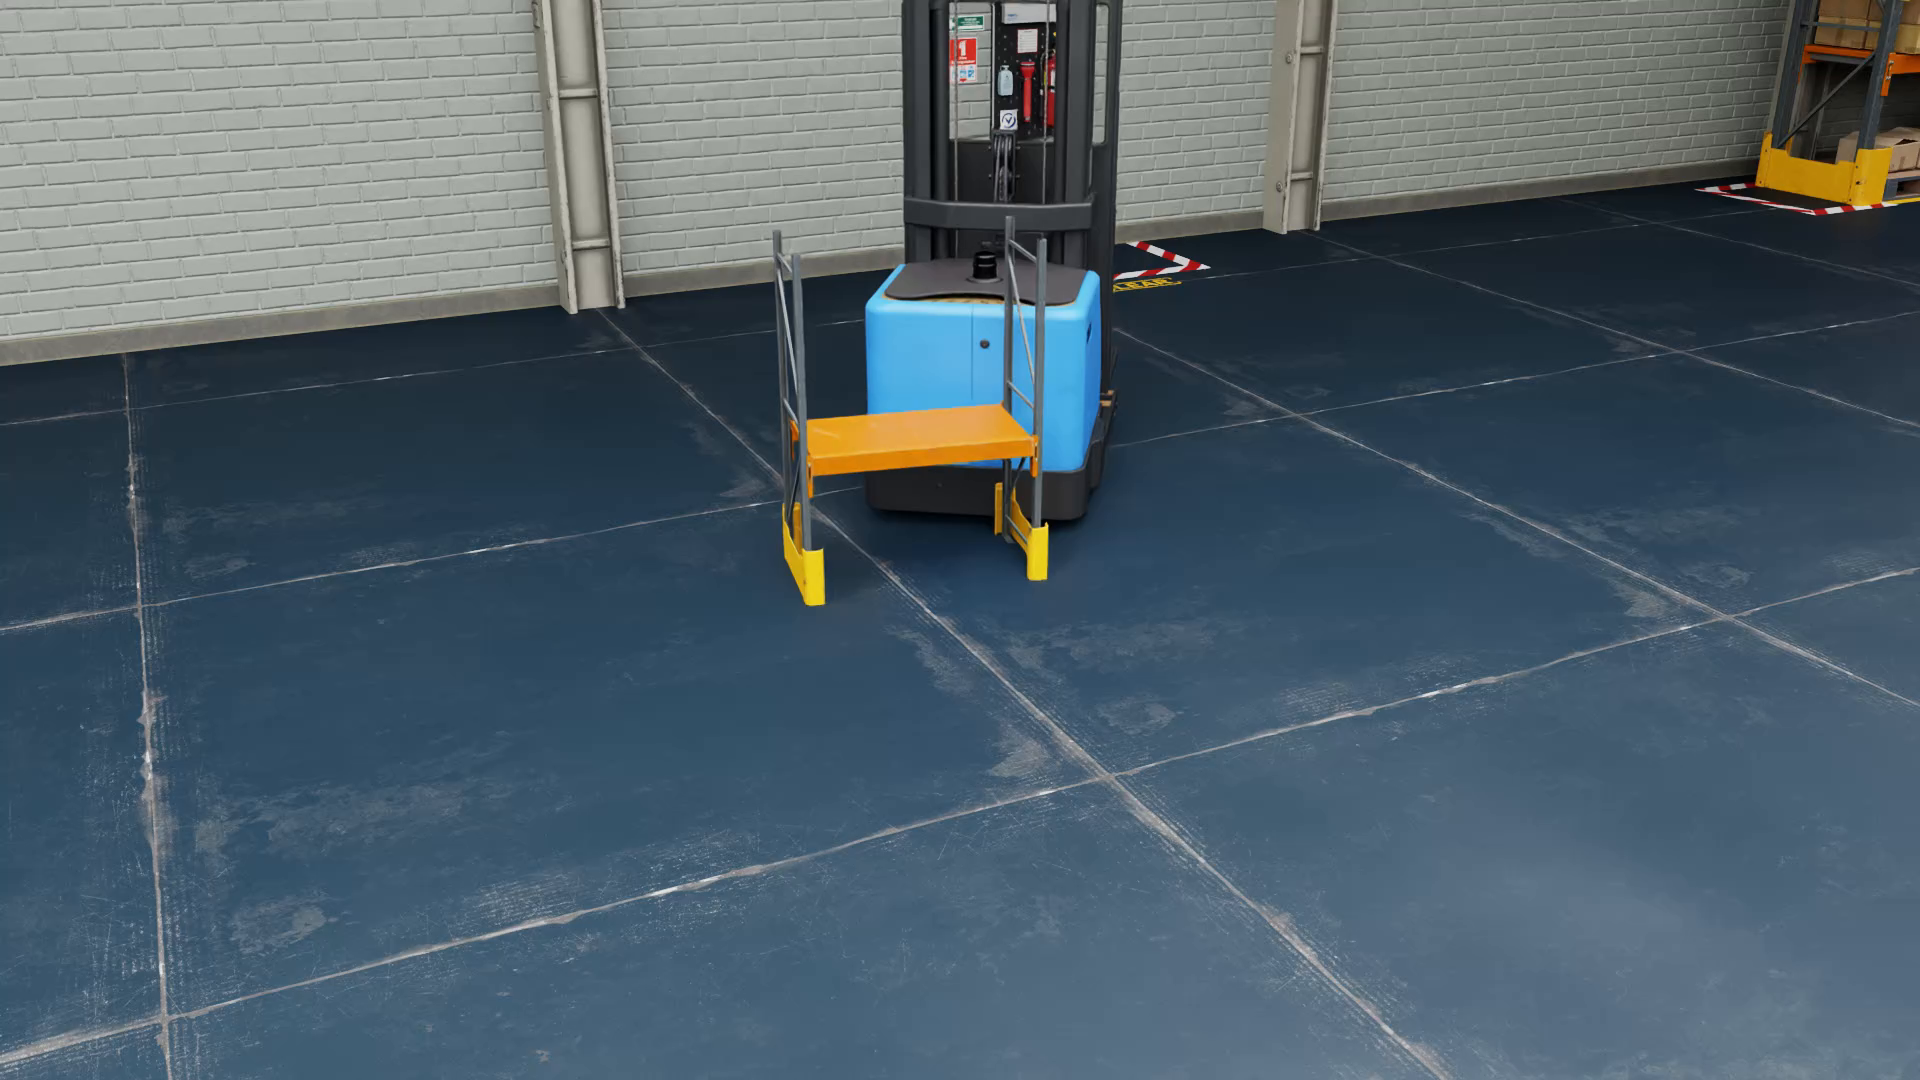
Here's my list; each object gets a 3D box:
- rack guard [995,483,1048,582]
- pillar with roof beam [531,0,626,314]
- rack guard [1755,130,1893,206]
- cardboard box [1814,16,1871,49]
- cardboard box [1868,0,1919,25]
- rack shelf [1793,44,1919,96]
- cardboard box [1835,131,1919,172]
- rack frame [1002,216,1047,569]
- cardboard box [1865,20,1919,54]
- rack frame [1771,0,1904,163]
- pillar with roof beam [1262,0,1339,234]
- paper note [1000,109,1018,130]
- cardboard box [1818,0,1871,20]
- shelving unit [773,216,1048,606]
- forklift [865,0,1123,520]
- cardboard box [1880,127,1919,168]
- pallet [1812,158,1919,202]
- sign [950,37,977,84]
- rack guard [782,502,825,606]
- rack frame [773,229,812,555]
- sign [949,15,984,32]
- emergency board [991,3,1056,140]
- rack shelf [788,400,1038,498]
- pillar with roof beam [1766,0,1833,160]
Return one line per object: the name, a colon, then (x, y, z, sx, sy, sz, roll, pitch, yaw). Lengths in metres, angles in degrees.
rack guard: (0.274, -0.044, 7.528, 0.087, 0.250, 0.587, -6, 23, -14)
pillar with roof beam: (-0.729, -4.331, 6.446, 0.400, 9.000, 9.100, -10, 25, -24)
rack guard: (8.029, -3.476, 15.494, 0.348, 0.500, 1.175, -10, 25, -24)
cardboard box: (8.298, -4.703, 15.359, 0.500, 0.250, 0.500, -10, 25, -23)
cardboard box: (8.521, -4.881, 14.808, 0.500, 0.500, 0.500, -10, 25, -24)
rack shelf: (9.763, -4.618, 15.925, 4.000, 0.370, 1.077, -10, 25, -24)
cardboard box: (8.623, -3.663, 15.618, 0.500, 0.311, 0.500, -14, 26, -30)
rack frame: (0.275, -0.621, 7.290, 0.032, 1.500, 0.500, -6, 23, -14)
cardboard box: (8.538, -4.530, 14.942, 0.500, 0.250, 0.500, -11, 25, -25)
rack frame: (7.961, -4.619, 14.986, 0.127, 3.000, 1.000, -10, 25, -24)
pillar with roof beam: (4.677, -5.326, 8.851, 0.400, 9.000, 9.100, -10, 25, -24)
paper note: (0.377, -3.228, 12.779, 0.142, 0.148, 0.016, -10, 25, -24)
cardboard box: (8.293, -5.057, 15.233, 0.500, 0.500, 0.500, -11, 25, -24)
shelving unit: (-0.207, -0.571, 7.169, 1.083, 1.500, 0.587, -6, 23, -14)
forklift: (0.293, -1.977, 8.695, 1.130, 2.935, 3.031, 4, 23, 8)
cardboard box: (9.137, -3.758, 15.847, 0.500, 0.311, 0.500, -8, 24, -19)
pallet: (8.777, -3.465, 15.846, 1.213, 0.211, 1.003, -10, 25, -24)
sign: (0.024, -3.601, 12.481, 0.234, 0.329, 0.001, -10, 25, -24)
rack guard: (-0.687, 0.056, 7.288, 0.087, 0.250, 0.587, -6, 23, -14)
rack frame: (-0.706, -0.520, 7.044, 0.032, 1.500, 0.500, -6, 23, -14)
sign: (0.032, -3.844, 12.374, 0.331, 0.109, 0.001, -10, 25, -24)
emergency board: (0.567, -3.641, 12.624, 0.643, 1.169, 0.194, -10, 25, -24)
rack shelf: (-0.215, -0.404, 7.236, 1.000, 0.185, 0.538, -6, 23, -14)
pillar with roof beam: (10.084, -6.321, 11.255, 0.400, 9.000, 9.100, -10, 25, -24)
